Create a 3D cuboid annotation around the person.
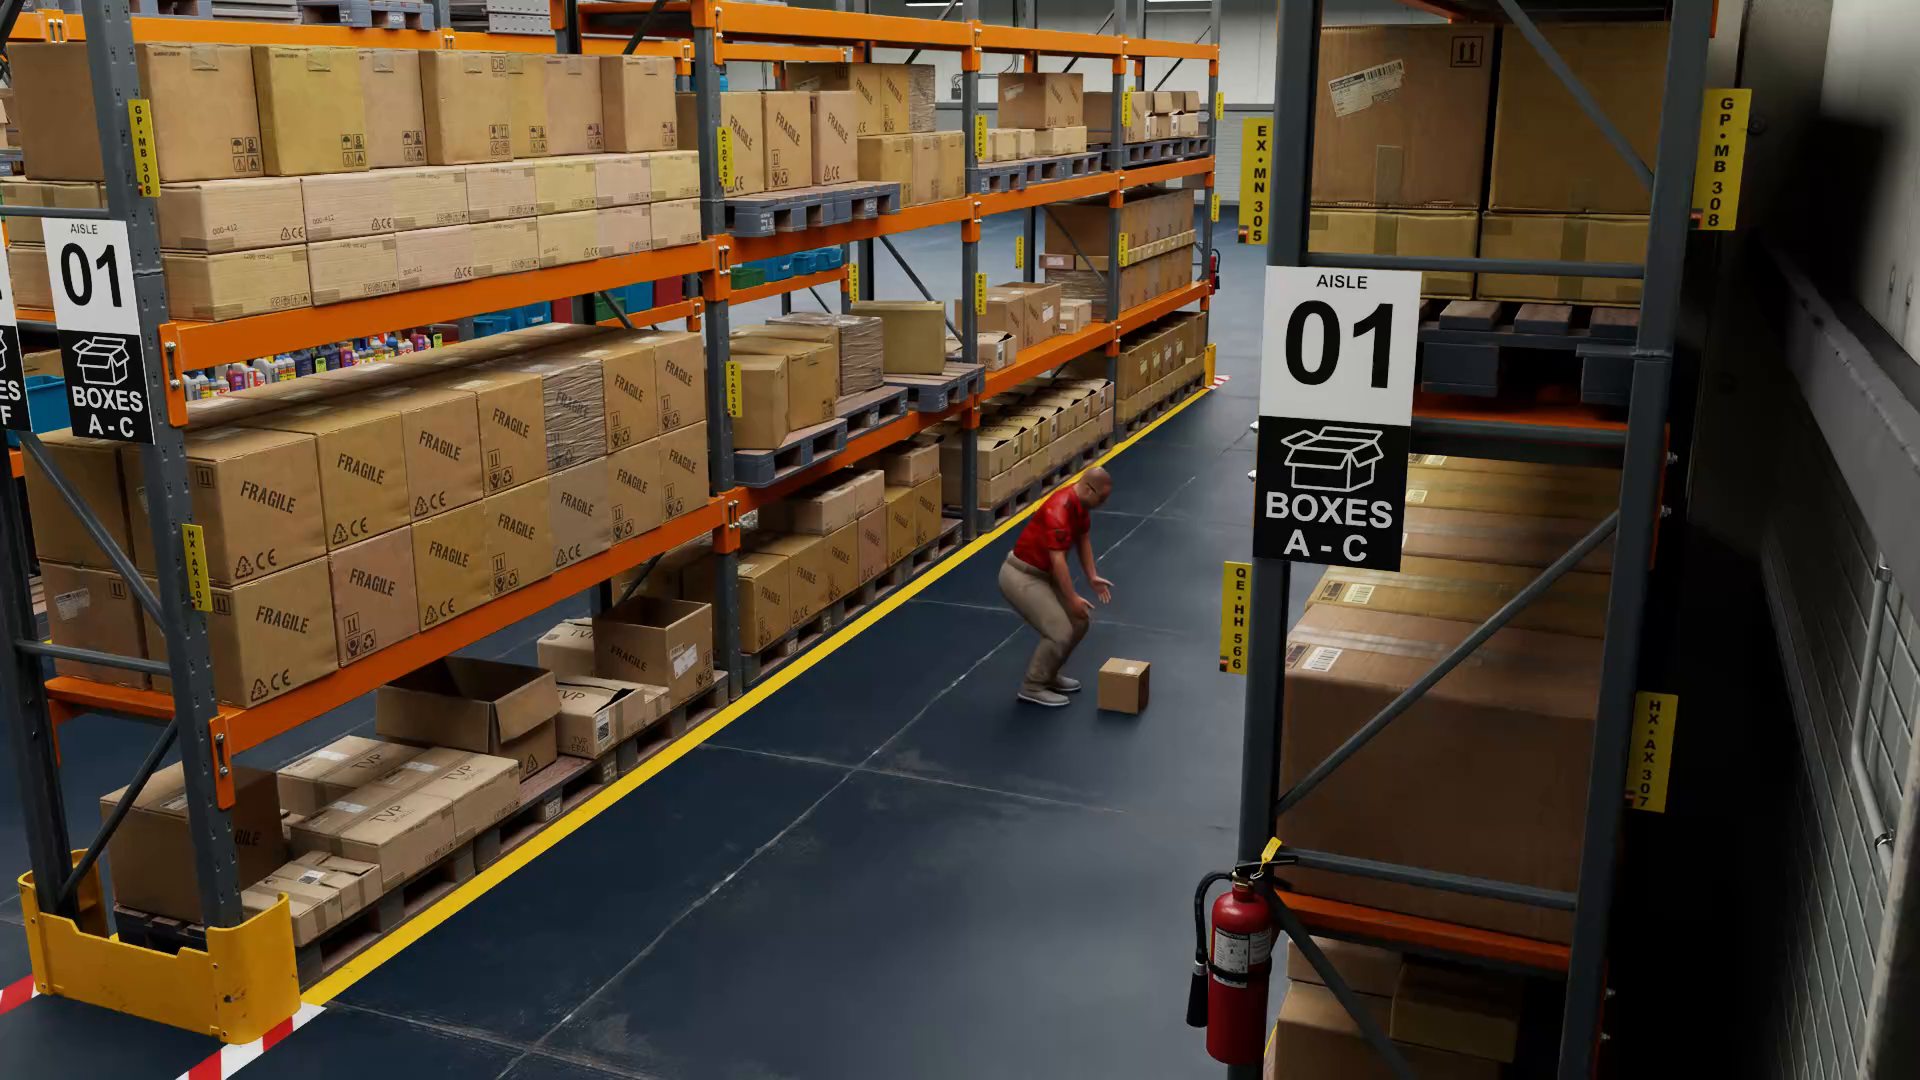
[{"bbox_3d":[0.590,0.252,10.148,0.666,1.466,0.588,6,16,21],"label":"person"}]
